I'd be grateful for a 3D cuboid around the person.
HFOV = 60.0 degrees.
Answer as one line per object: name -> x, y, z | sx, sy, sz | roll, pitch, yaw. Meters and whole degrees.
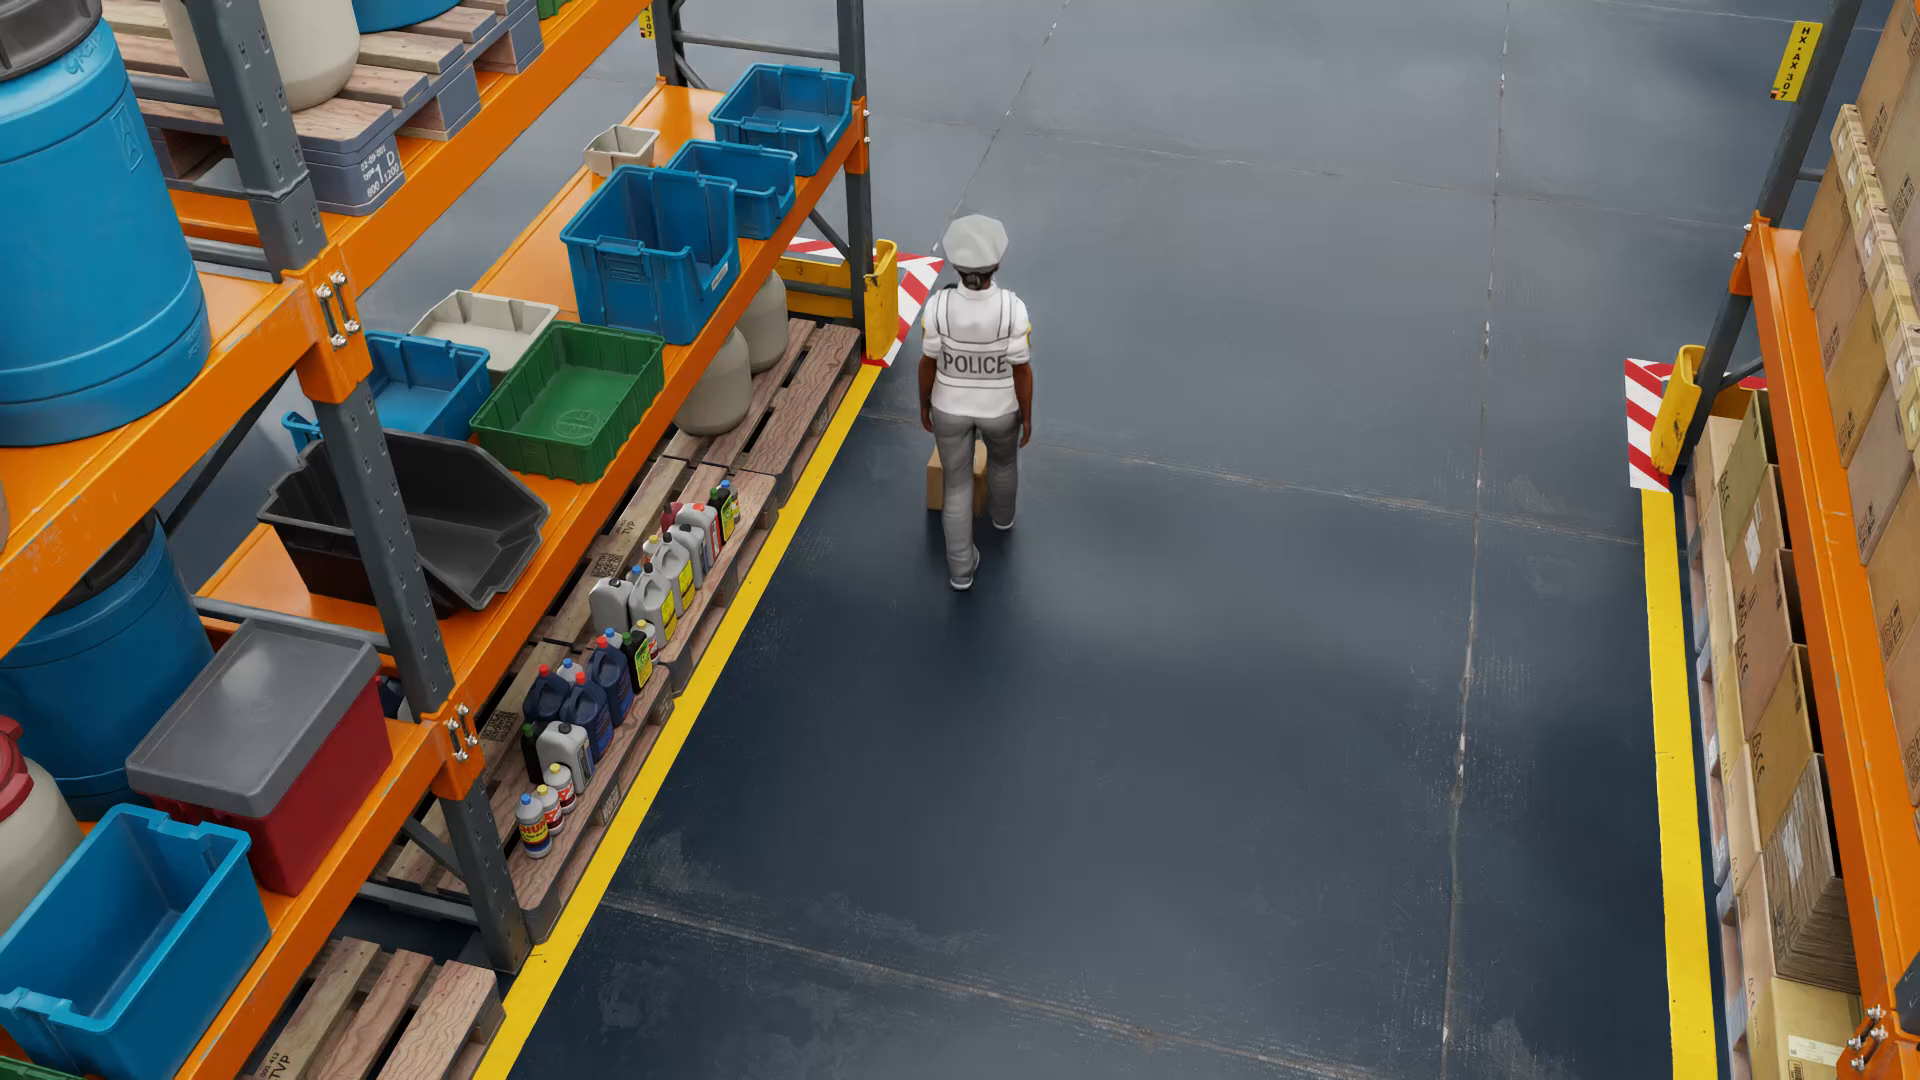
person -> 0.068, -0.625, 6.849 | 0.462, 1.673, 0.694 | 1, 41, 1
